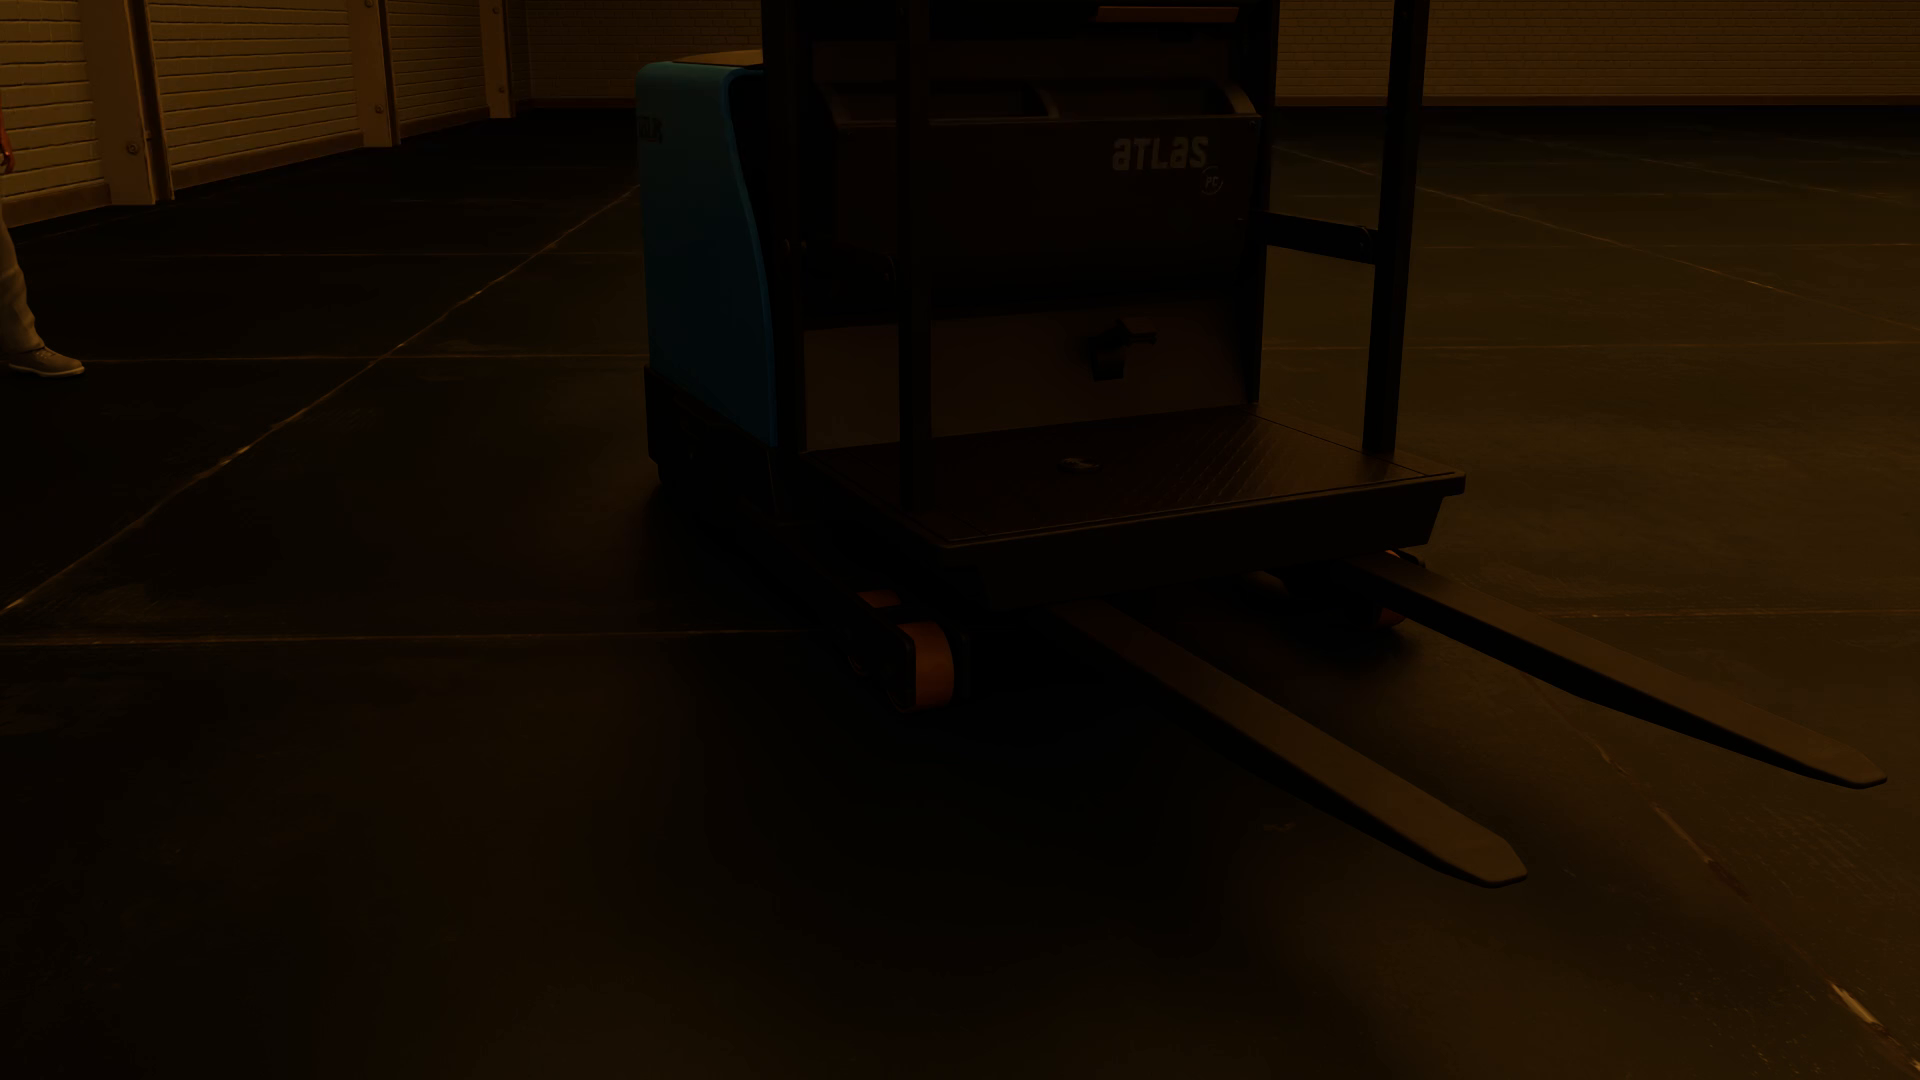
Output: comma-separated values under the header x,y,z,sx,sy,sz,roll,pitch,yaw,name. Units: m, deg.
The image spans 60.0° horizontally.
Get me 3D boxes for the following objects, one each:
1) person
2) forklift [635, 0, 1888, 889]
x,y,z,sx,sy,sz,roll,pitch,yaw,name
-3.330,-1.314,5.391,0.430,1.664,0.620,11,20,32,person
0.258,-1.240,2.962,1.130,2.935,3.031,-8,19,-24,forklift
